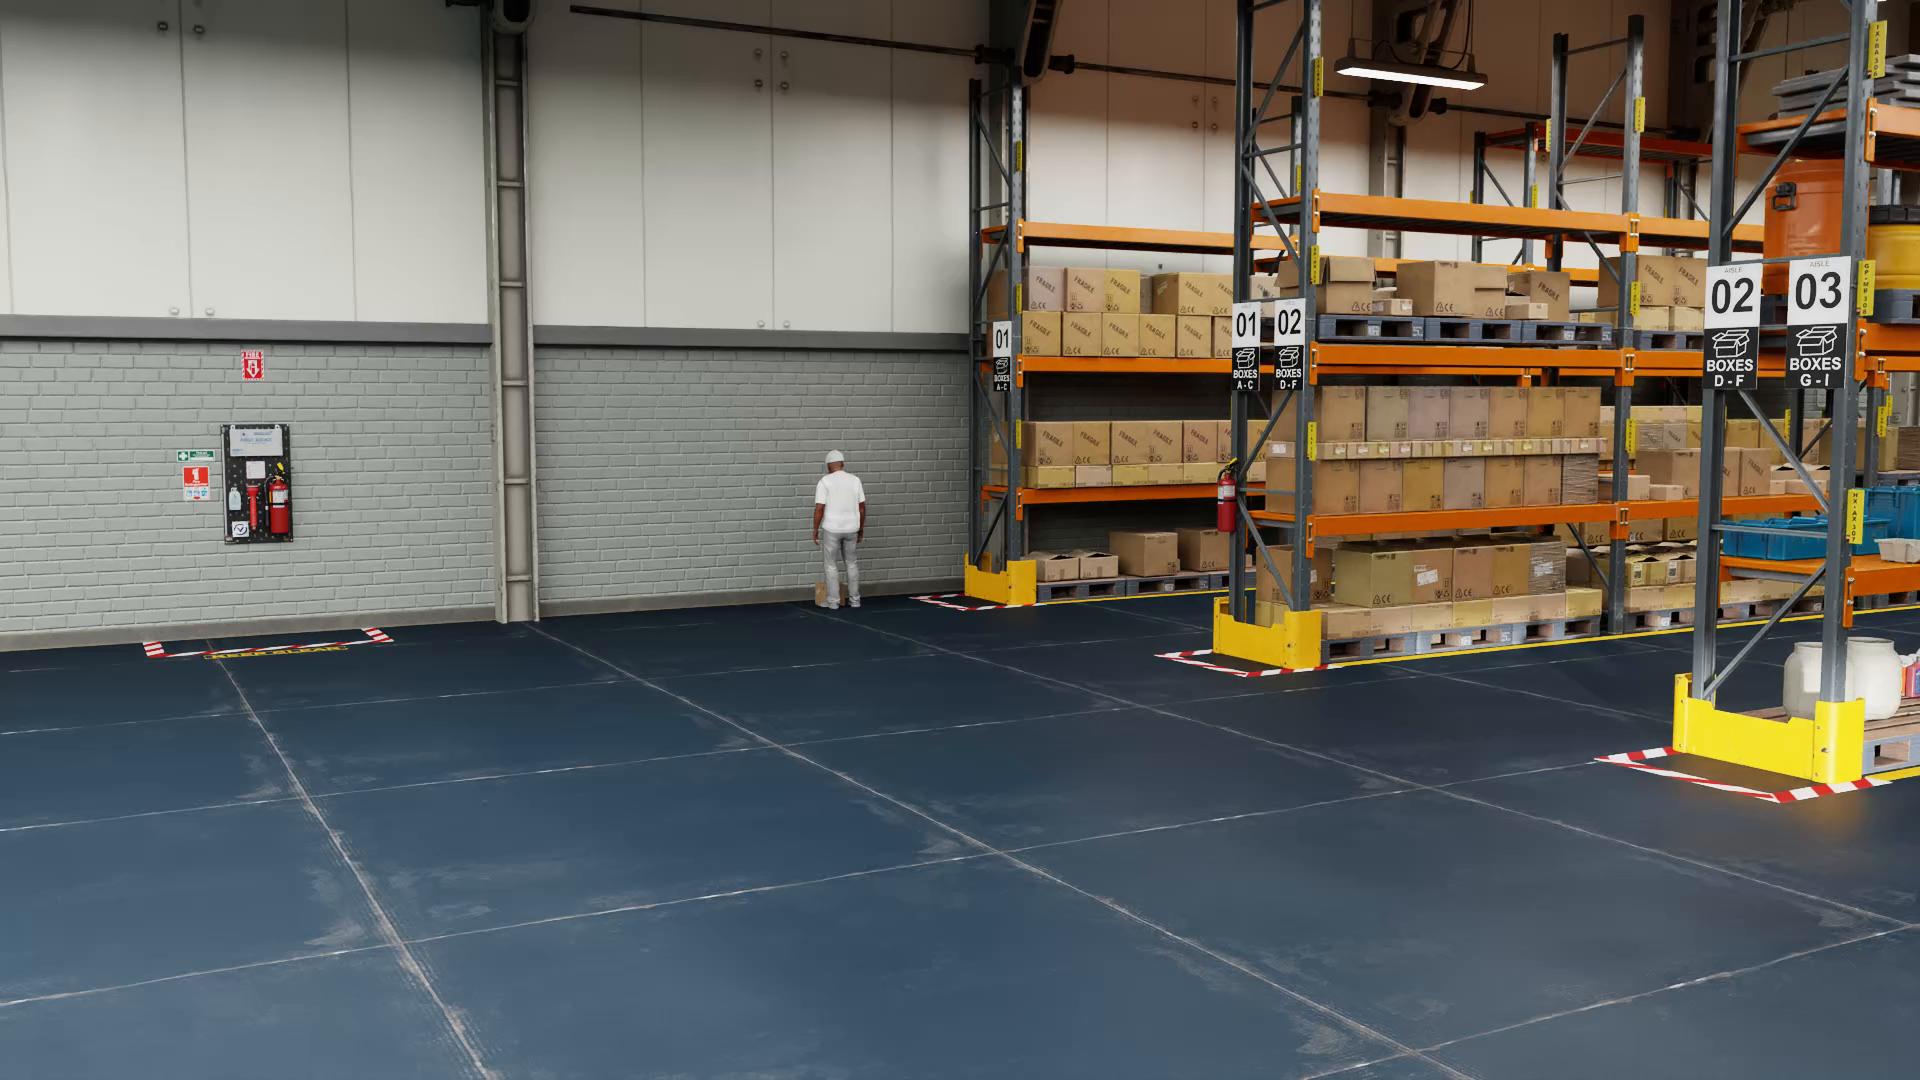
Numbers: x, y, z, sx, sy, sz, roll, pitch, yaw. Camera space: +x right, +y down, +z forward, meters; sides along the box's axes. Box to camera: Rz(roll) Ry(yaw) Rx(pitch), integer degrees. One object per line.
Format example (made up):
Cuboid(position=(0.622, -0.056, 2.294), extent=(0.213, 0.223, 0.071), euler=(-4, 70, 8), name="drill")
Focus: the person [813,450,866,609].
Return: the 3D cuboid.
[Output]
Cuboid(position=(-1.349, -0.123, 18.558), extent=(0.627, 1.761, 0.456), euler=(-3, 6, -28), name="person")
